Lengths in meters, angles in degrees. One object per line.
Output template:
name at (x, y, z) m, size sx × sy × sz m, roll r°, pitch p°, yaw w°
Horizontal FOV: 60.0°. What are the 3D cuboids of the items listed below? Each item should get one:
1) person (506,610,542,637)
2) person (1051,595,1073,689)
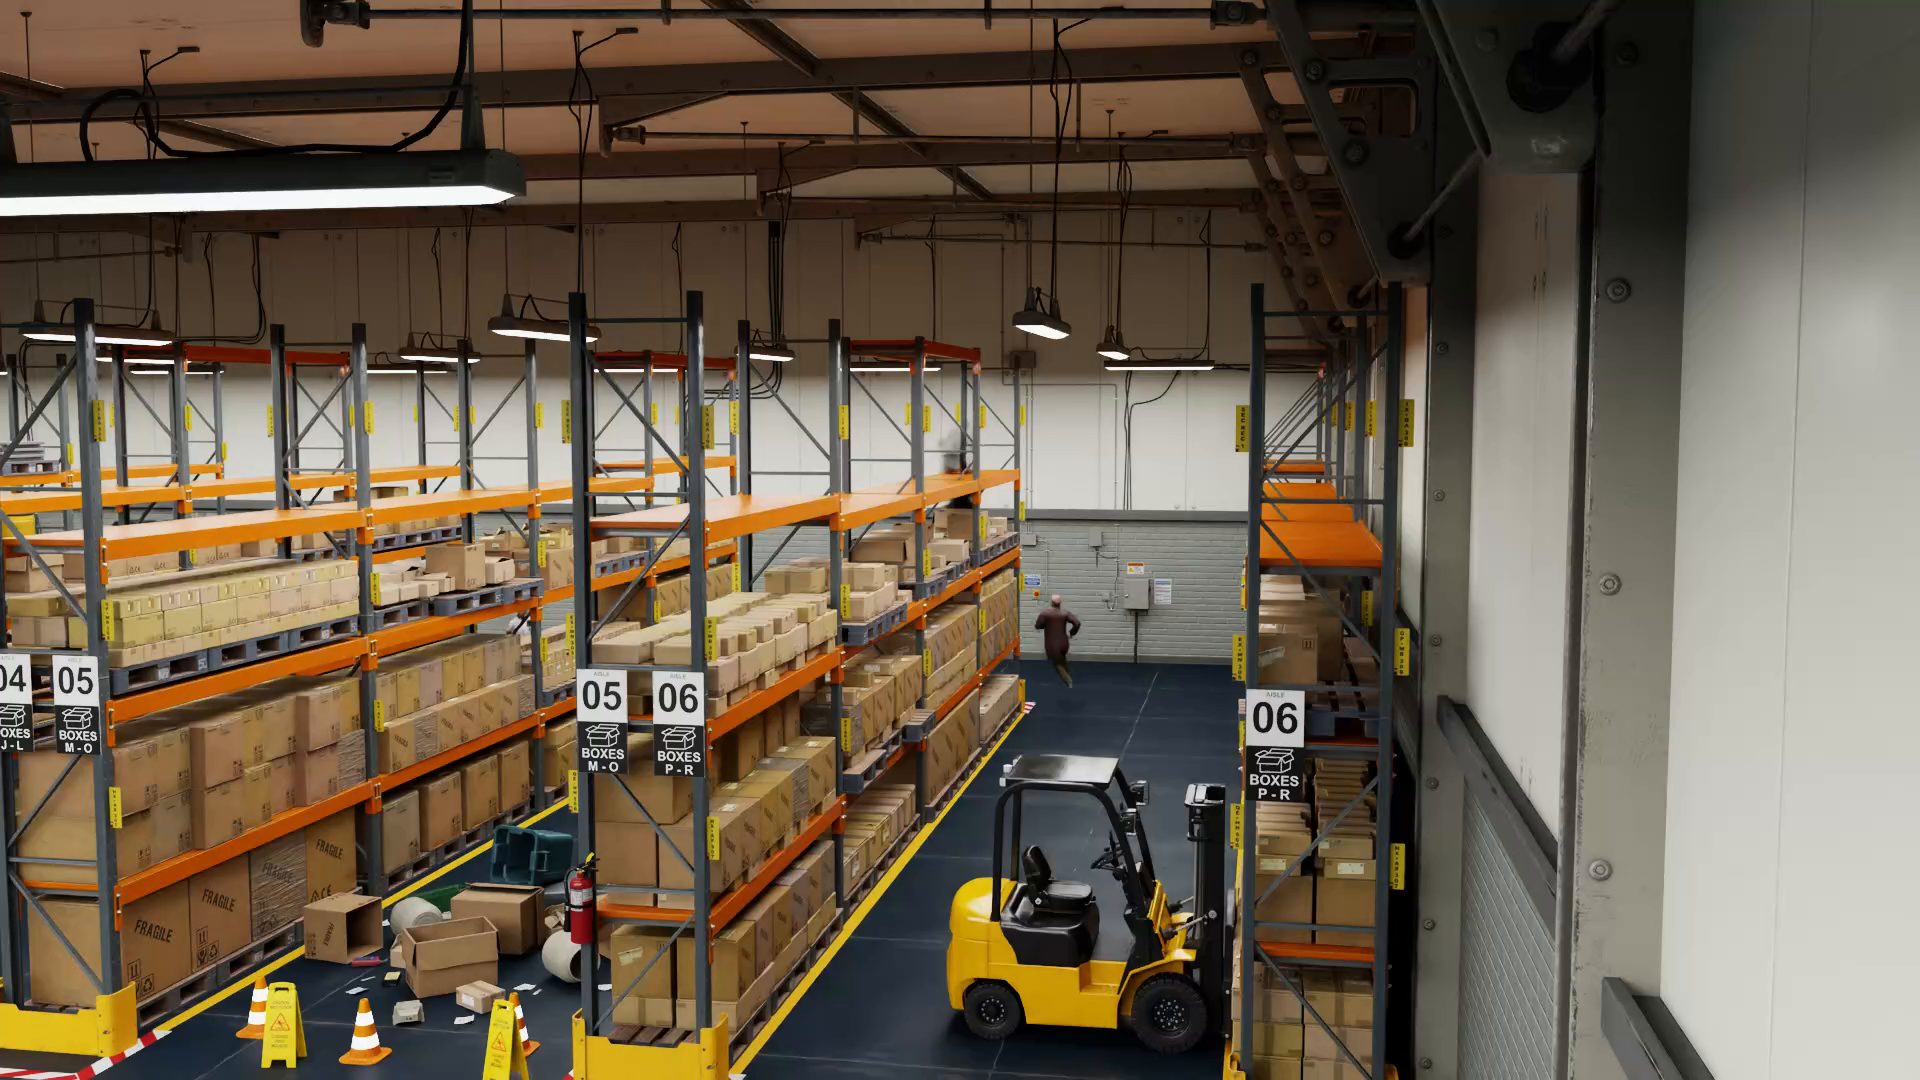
person at (-7.716, 1.949, 29.492) m, size 0.660 × 1.697 × 0.819 m, roll -1°, pitch 5°, yaw -11°
person at (1.656, 1.751, 29.071) m, size 0.744 × 1.623 × 1.136 m, roll -1°, pitch 5°, yaw -15°
